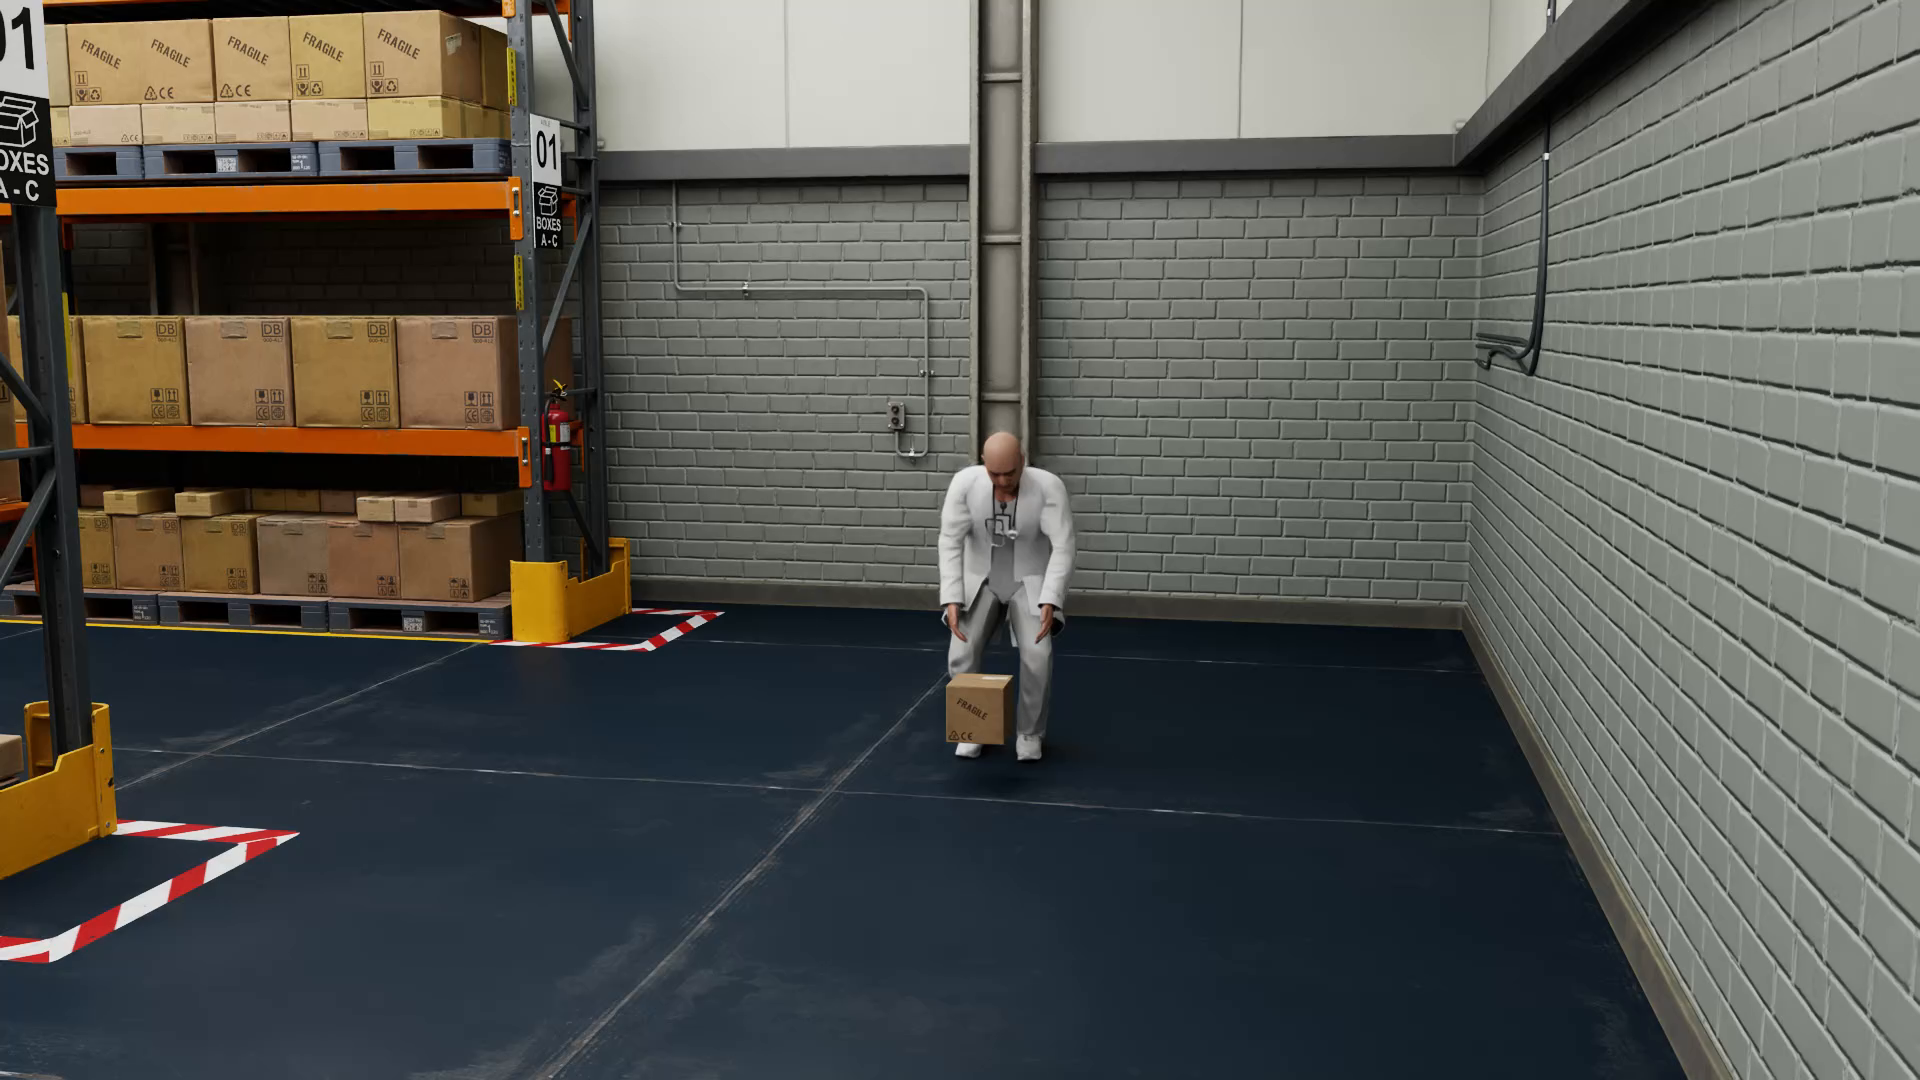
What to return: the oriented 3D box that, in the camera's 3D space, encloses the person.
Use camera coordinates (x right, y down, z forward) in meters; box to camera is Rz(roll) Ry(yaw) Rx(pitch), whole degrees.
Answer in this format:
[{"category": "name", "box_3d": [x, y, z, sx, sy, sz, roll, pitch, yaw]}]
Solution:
[{"category": "person", "box_3d": [0.223, 0.244, 7.589, 0.628, 1.511, 0.658, 2, 8, 11]}]
